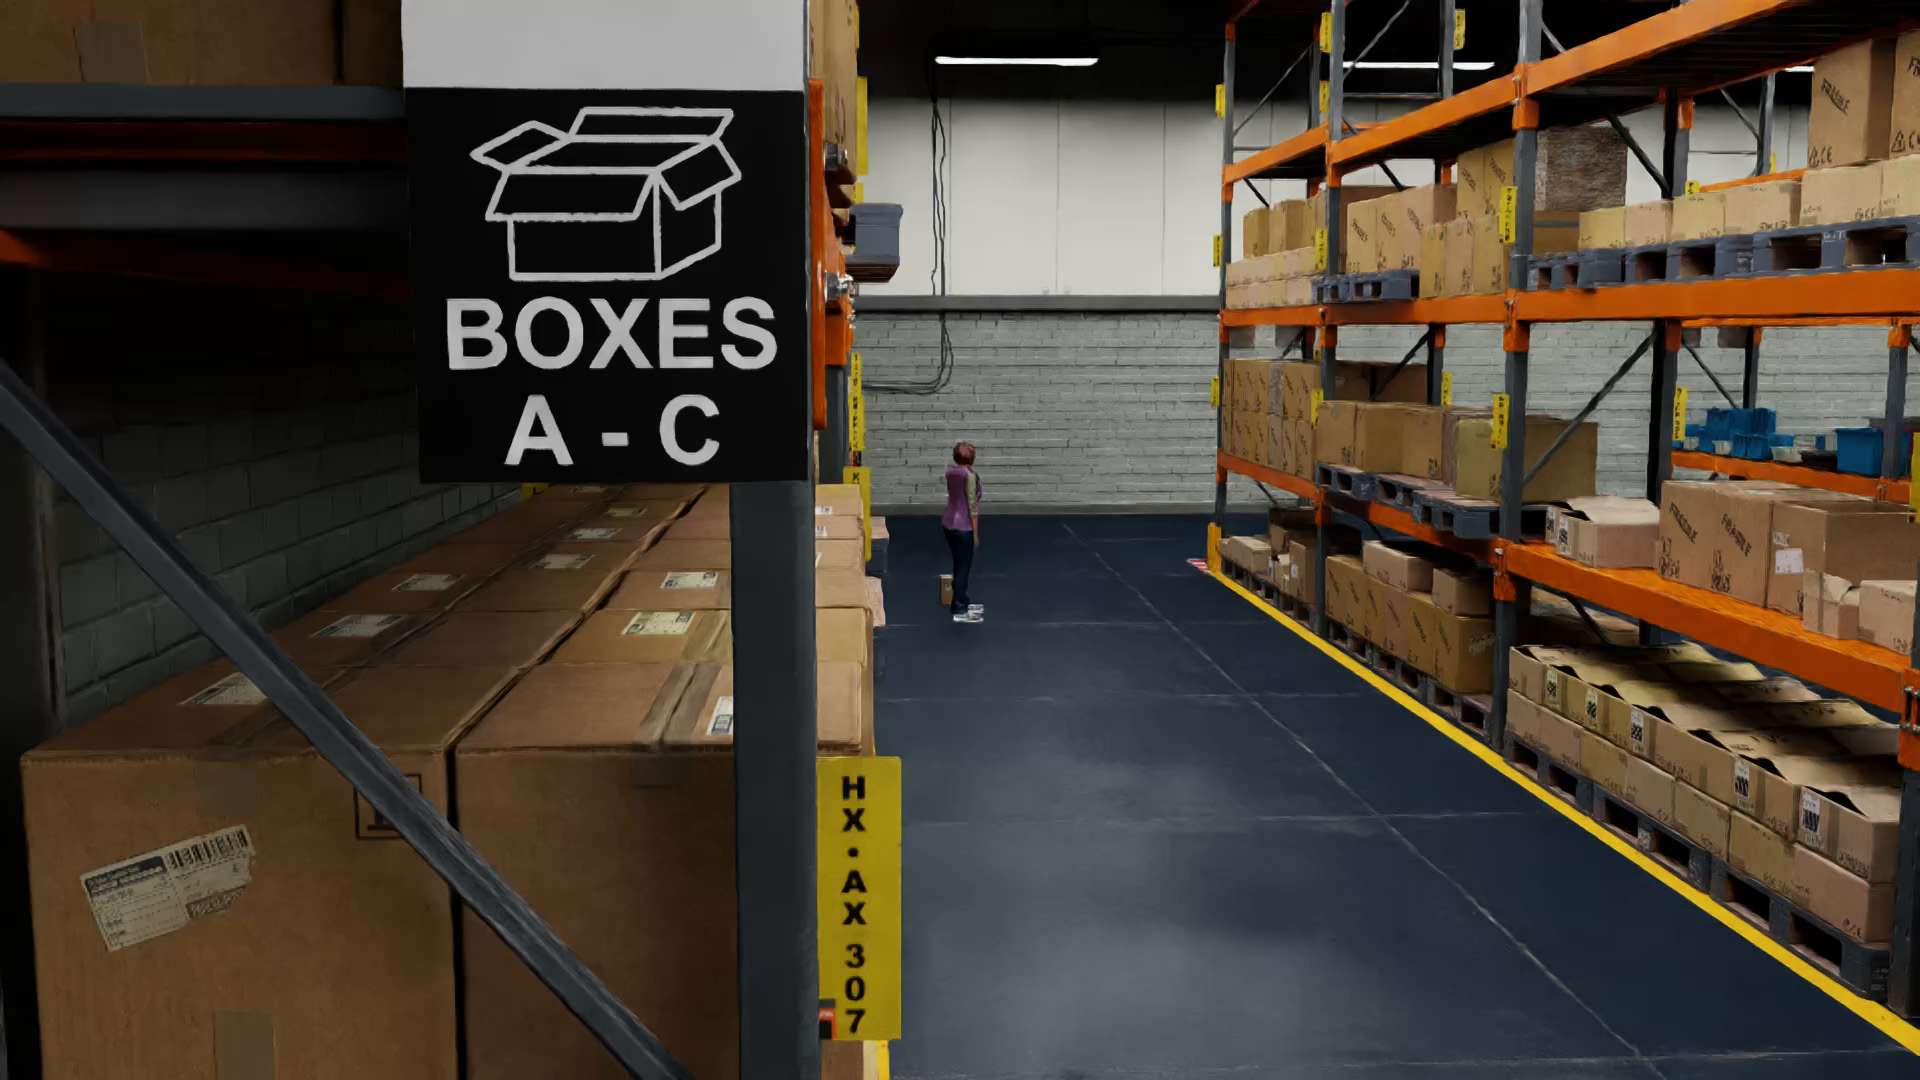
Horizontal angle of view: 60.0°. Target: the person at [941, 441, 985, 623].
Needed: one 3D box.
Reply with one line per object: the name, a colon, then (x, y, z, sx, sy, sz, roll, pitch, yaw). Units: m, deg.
person: (0.086, -0.082, 14.796, 0.467, 1.603, 0.482, -4, 8, -32)
